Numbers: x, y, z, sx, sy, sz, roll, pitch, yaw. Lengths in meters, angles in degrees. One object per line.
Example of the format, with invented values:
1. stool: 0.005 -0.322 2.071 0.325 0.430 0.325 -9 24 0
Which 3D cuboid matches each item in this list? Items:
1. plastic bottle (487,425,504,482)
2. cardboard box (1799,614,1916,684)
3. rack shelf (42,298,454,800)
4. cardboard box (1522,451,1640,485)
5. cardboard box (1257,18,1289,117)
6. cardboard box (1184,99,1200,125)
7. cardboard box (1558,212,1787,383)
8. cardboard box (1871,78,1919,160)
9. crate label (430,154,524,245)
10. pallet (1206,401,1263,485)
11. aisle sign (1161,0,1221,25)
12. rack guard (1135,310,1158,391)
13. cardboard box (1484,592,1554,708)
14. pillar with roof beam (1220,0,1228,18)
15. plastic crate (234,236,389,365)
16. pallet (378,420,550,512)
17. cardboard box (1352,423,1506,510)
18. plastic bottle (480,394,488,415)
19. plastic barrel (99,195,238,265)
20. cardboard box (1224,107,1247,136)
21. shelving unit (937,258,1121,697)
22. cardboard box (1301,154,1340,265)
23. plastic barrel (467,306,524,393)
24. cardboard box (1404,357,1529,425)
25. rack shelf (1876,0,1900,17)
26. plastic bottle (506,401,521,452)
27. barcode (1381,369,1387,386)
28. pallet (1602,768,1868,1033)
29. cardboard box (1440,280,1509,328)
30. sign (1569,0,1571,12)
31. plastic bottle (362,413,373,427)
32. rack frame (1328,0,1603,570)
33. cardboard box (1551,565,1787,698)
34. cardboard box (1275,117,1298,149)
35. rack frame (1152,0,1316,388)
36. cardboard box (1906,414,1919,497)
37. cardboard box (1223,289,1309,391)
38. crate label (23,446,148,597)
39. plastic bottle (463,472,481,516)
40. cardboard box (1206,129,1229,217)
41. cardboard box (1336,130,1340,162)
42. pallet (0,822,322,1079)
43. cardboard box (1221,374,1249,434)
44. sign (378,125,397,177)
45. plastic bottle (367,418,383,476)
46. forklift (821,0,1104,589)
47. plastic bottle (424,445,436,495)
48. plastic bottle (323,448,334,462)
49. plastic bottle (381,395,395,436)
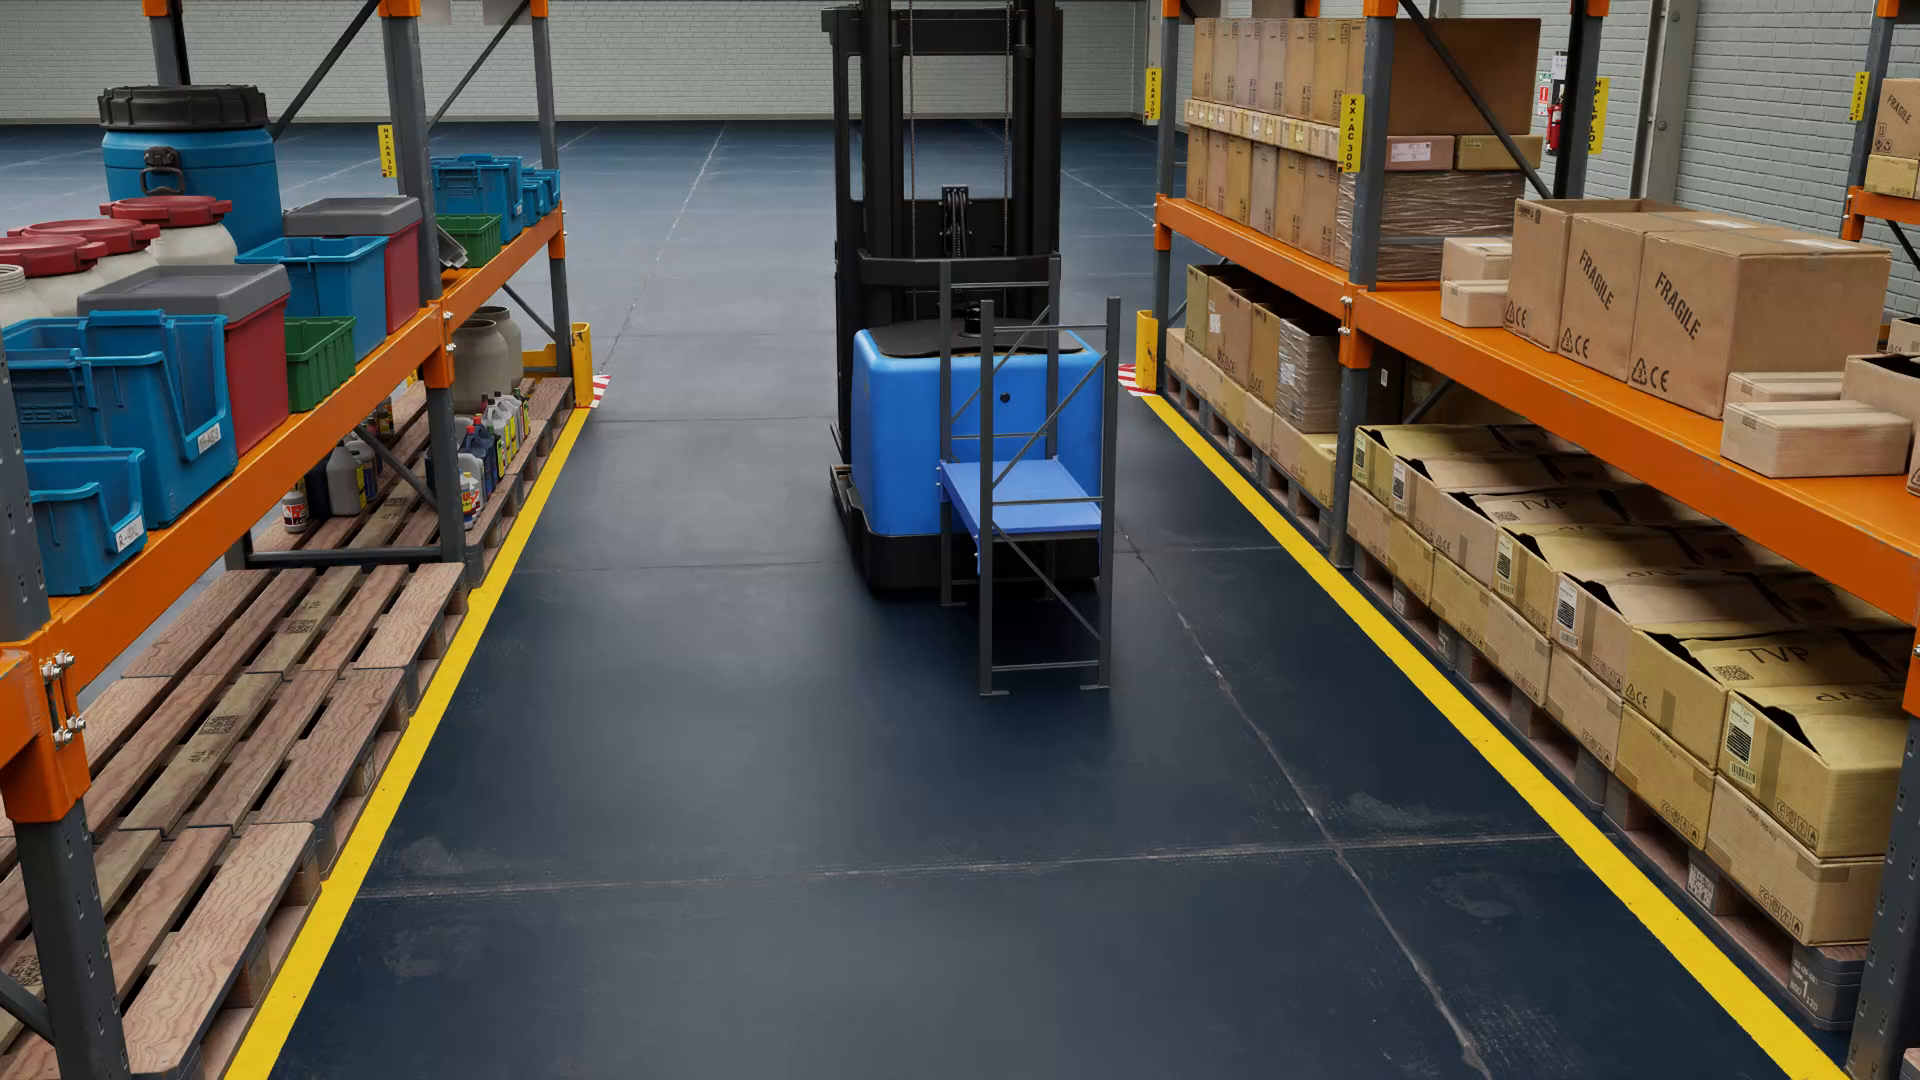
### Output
1. plastic bottle: -2.351 -0.446 8.390 0.061 0.283 0.133 -1 17 -3
2. cardboard box: 2.830 0.390 4.879 0.500 0.311 0.500 -2 18 -7
3. rack shelf: -2.479 -0.233 5.112 1.077 0.370 4.000 -2 18 -6
4. cardboard box: 2.629 -0.213 6.802 0.500 0.311 0.500 -1 17 -4
5. cardboard box: 2.034 -2.571 9.026 0.700 0.500 0.500 -2 18 -6
6. cardboard box: 1.656 -2.749 10.676 0.380 0.149 0.250 -2 18 -6
7. cardboard box: 2.411 -0.836 5.665 0.500 0.500 0.500 -2 18 -6
8. cardboard box: 6.506 -2.814 11.098 0.500 0.500 0.500 -2 18 -6
9. crate label: -2.639 -1.841 8.973 0.502 0.435 0.616 -2 18 -6
10. pallet: 2.072 -0.596 9.723 1.003 0.211 1.213 -2 18 -6
11. aisle sign: 1.518 -3.766 10.825 0.394 0.787 0.004 -2 18 -6
12. rack guard: 1.827 -1.330 11.579 1.175 0.500 0.348 -2 18 -6
13. cardboard box: 2.196 0.374 5.869 0.500 0.250 0.500 -1 17 -5
14. pillar with roof beam: 0.931 -12.368 32.548 9.100 9.000 0.400 -2 18 -6
15. plastic crate: -2.262 -0.845 5.888 0.392 0.384 0.575 -2 18 -6
16. pallet: -2.842 -0.407 9.122 1.003 0.211 1.213 -2 18 -6
17. cardboard box: 2.037 -0.349 7.234 0.500 0.311 0.500 -2 18 -5
18. plastic bottle: -2.580 -0.665 9.086 0.061 0.283 0.133 -2 18 -6
19. plastic barrel: -2.805 -0.945 5.952 0.433 0.535 0.433 0 17 0
20. cardboard box: 1.764 -2.442 9.697 0.380 0.149 0.250 -2 18 -7
21. shelving unit: 0.243 -0.289 6.592 0.538 1.500 1.048 -3 18 -8
22. cardboard box: 2.129 -1.661 8.291 0.700 0.500 0.500 -2 18 -6
23. plastic barrel: -2.954 -1.183 10.391 0.421 0.512 0.421 0 17 0
24. cardboard box: 2.505 -0.718 8.094 0.500 0.500 0.500 -2 18 -6
25. rack shelf: 6.962 -3.162 9.434 1.077 0.370 4.000 -2 18 -6
26. plastic bottle: -2.460 -0.623 8.967 0.152 0.276 0.135 -2 18 -7
27. barcode: 1.854 -0.710 7.268 0.001 0.075 0.075 -2 18 -6
28. pallet: 2.608 0.952 4.793 1.003 0.211 1.213 -2 18 -6
29. cardboard box: 2.130 -0.934 6.563 0.380 0.149 0.250 -2 18 -6
30. sign: 6.951 -6.124 18.807 0.001 0.298 0.199 -2 18 -6
31. plastic bottle: -3.175 -0.590 8.869 0.097 0.271 0.097 0 17 0
32. rack frame: 2.242 -1.324 7.386 1.000 3.000 0.127 -2 18 -6
33. cardboard box: 2.246 0.258 5.300 0.500 0.311 0.500 -2 18 -6
34. cardboard box: 1.871 -2.134 8.716 0.380 0.149 0.250 -1 17 -4
35. rack frame: 1.829 -2.516 11.182 1.000 3.000 0.127 -2 18 -6
36. cardboard box: 2.660 -0.199 3.953 0.500 0.311 0.500 -1 17 -2
37. cardboard box: 1.815 -1.148 9.464 0.500 0.500 0.500 -2 18 -6
38. crate label: -1.944 -0.037 3.568 0.303 0.233 0.416 -2 18 -6
39. plastic bottle: -2.303 -0.216 7.794 0.097 0.201 0.097 0 17 0
40. cardboard box: 1.924 -2.267 10.225 0.700 0.500 0.500 -1 17 -4
41. cardboard box: 1.977 -1.829 7.746 0.380 0.149 0.250 -2 18 -7
42. pallet: -2.314 1.118 4.263 1.003 0.211 1.213 -2 18 -6
43. cardboard box: 1.816 -0.790 9.577 0.500 0.250 0.500 -2 18 -6
44. sign: -3.646 -2.480 10.607 0.100 0.325 0.005 -2 18 -6
45. plastic bottle: -2.999 -0.474 8.480 0.061 0.283 0.133 -2 18 -6
46. forklift: -0.096 -1.585 8.331 1.130 2.935 3.031 -3 18 -8
47. plastic bottle: -2.499 -0.367 8.026 0.144 0.351 0.185 -2 18 -6
48. plastic bottle: -3.058 -0.358 7.998 0.144 0.351 0.185 -3 18 -8
49. plastic bottle: -3.221 -0.722 9.290 0.097 0.271 0.097 0 17 0
